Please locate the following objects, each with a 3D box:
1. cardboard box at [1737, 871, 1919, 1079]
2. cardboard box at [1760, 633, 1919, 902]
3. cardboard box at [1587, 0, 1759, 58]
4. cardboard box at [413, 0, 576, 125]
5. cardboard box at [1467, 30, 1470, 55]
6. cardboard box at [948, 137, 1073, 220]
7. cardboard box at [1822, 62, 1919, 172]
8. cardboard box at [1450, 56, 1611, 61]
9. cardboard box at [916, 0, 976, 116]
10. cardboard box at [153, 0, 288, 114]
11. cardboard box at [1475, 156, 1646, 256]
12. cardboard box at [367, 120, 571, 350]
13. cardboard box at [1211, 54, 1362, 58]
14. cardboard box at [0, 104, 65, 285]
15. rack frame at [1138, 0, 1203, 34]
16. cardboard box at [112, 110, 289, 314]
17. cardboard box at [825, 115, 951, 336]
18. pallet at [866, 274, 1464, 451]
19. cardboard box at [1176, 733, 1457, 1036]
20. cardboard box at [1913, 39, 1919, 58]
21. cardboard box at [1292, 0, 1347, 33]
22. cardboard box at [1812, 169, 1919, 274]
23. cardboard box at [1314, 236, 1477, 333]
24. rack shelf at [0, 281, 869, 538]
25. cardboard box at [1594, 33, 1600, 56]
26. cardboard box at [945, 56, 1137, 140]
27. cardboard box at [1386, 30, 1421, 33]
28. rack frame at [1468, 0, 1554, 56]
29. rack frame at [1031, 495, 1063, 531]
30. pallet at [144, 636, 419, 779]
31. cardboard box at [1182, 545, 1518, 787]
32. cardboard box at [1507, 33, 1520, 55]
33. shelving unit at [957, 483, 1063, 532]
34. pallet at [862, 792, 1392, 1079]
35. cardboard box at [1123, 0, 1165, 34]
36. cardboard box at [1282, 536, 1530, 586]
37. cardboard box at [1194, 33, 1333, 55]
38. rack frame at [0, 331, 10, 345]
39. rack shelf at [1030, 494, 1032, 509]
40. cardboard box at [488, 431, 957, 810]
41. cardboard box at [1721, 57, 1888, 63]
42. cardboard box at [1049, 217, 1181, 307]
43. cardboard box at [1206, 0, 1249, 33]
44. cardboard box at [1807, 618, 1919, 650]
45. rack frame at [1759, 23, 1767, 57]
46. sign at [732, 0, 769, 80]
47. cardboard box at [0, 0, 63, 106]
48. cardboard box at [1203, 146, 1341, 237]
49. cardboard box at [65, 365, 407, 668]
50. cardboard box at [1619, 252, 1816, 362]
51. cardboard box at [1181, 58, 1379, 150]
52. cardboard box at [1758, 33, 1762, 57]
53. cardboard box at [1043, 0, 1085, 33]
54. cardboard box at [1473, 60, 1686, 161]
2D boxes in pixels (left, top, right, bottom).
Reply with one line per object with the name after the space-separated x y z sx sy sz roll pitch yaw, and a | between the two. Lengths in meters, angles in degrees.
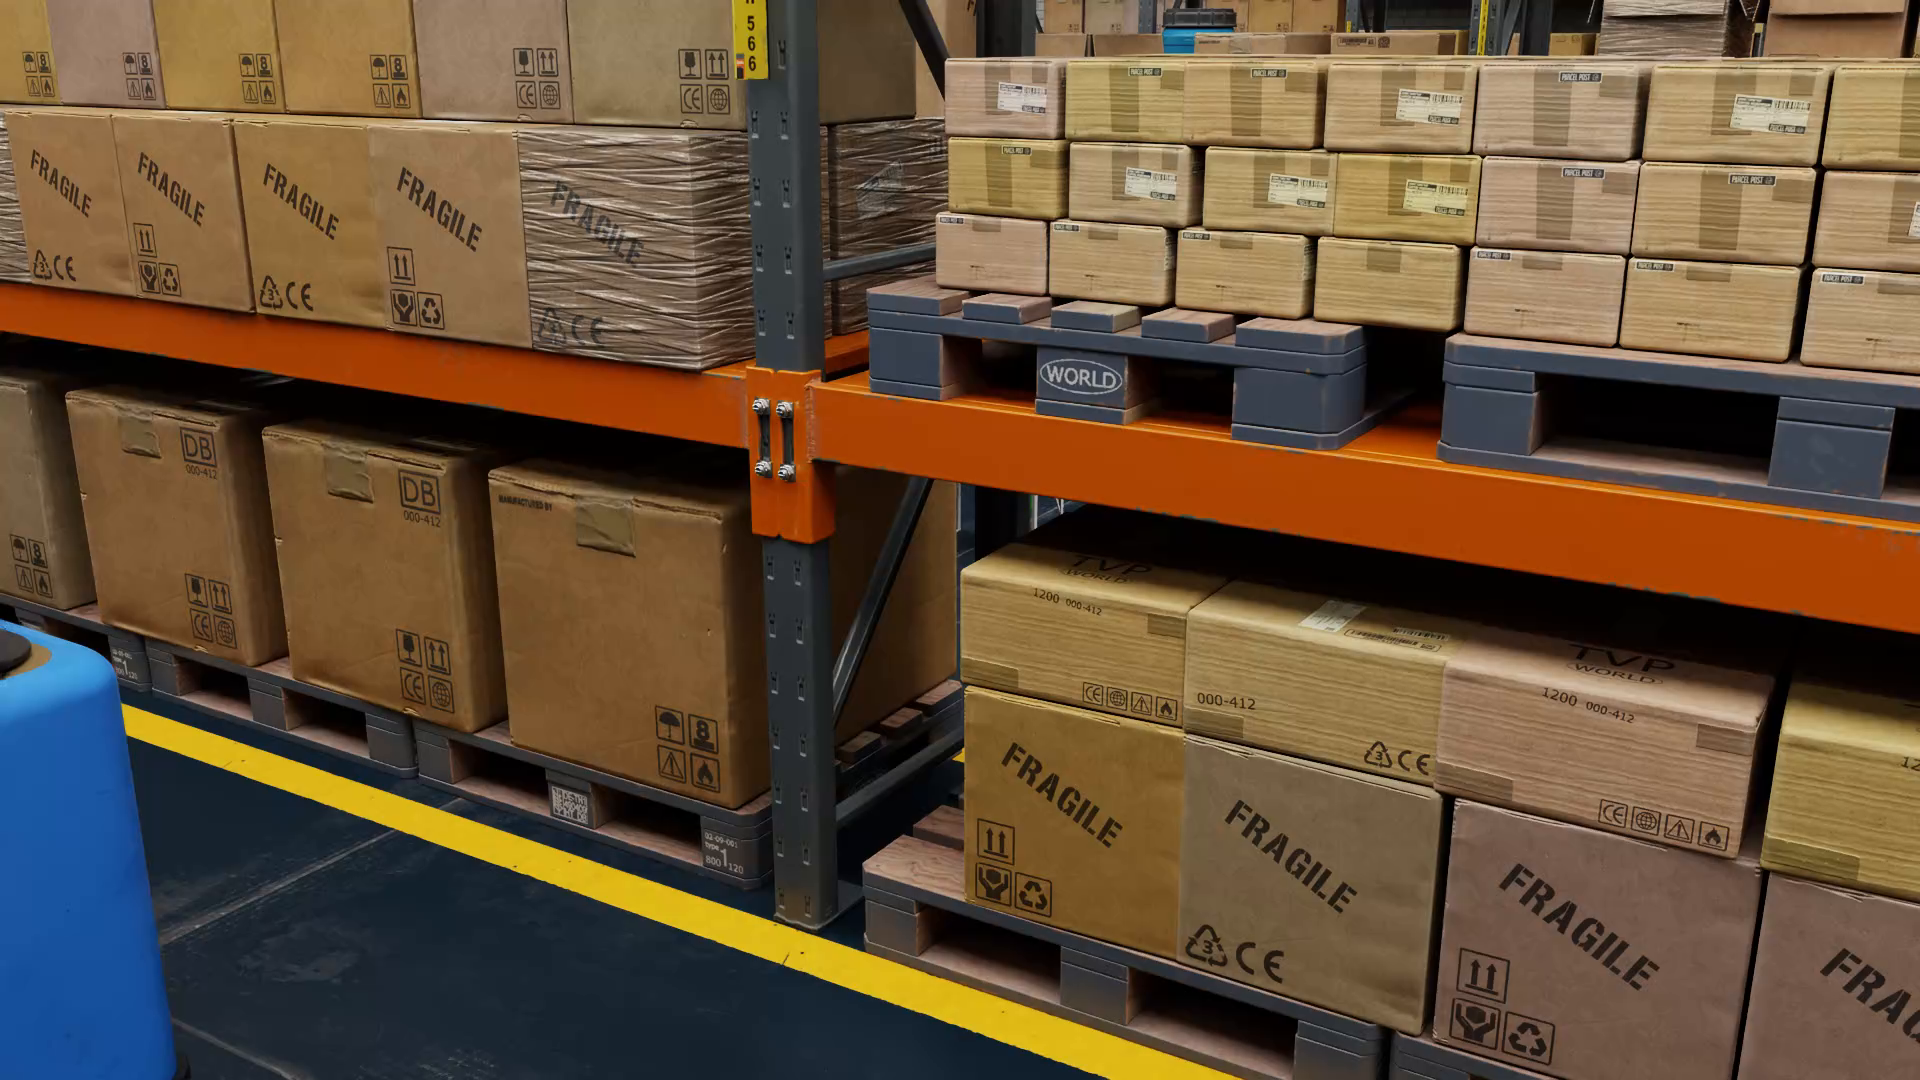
1.651 0.745 2.845 0.500 0.500 0.500 10 19 29 | cardboard box
1.629 0.385 2.741 0.500 0.250 0.500 9 19 28 | cardboard box
3.173 -2.276 7.316 0.637 0.503 0.797 11 20 32 | cardboard box
-0.932 -1.324 4.188 0.500 0.500 0.700 10 19 29 | cardboard box
6.636 -6.572 22.291 0.500 0.500 0.500 10 19 29 | cardboard box
0.183 -0.751 3.389 0.250 0.149 0.380 11 20 33 | cardboard box
1.500 -0.659 2.578 0.250 0.149 0.380 10 19 29 | cardboard box
1.200 -0.937 3.491 0.250 0.149 0.380 11 20 32 | cardboard box
-0.246 -2.805 9.199 1.000 1.000 1.000 10 20 30 | cardboard box
-1.806 -1.480 4.699 0.500 0.500 0.700 10 20 30 | cardboard box
1.072 -0.594 2.873 0.250 0.149 0.380 10 20 30 | cardboard box
-1.072 -0.777 4.106 0.500 0.500 0.500 10 20 30 | cardboard box
0.747 -1.016 3.752 0.250 0.149 0.380 10 19 29 | cardboard box
-2.794 -1.084 5.116 0.500 0.500 0.500 10 20 30 | cardboard box
1.742 -3.699 13.897 0.127 3.000 1.000 10 20 30 | rack frame
-1.937 -0.930 4.609 0.500 0.500 0.500 10 20 31 | cardboard box
-0.365 -0.834 4.293 0.500 0.500 0.500 10 20 31 | cardboard box
0.540 -0.477 3.621 1.003 0.211 1.213 10 20 30 | pallet
0.776 0.591 3.354 0.500 0.500 0.500 10 20 31 | cardboard box
11.057 -5.525 19.190 0.500 0.500 0.500 11 20 32 | cardboard box
3.956 -5.660 17.948 0.500 0.500 0.700 10 20 30 | cardboard box
1.513 -0.515 2.614 0.250 0.149 0.380 11 20 32 | cardboard box
0.842 -0.491 3.046 0.250 0.149 0.380 11 20 33 | cardboard box
-1.828 -0.611 4.969 4.000 0.370 1.077 10 20 30 | rack shelf
8.392 -6.146 21.024 0.500 0.500 0.700 13 21 38 | cardboard box
0.173 -0.897 3.360 0.250 0.149 0.380 10 20 30 | cardboard box
5.934 -6.519 22.115 0.500 0.500 0.500 10 20 30 | cardboard box
2.558 -1.864 7.856 0.127 3.000 1.000 10 20 30 | rack frame
0.349 -0.512 6.502 0.015 1.200 0.240 10 20 30 | rack frame
-1.791 0.359 5.336 1.213 0.211 1.003 10 20 30 | pallet
0.770 0.227 3.259 0.500 0.250 0.500 10 19 29 | cardboard box
7.343 -6.325 21.614 0.500 0.500 0.700 10 20 30 | cardboard box
0.141 -0.549 6.624 0.503 1.200 0.258 10 20 30 | shelving unit
0.542 0.803 3.875 1.213 0.211 1.003 10 20 30 | pallet
2.246 -5.965 18.953 0.500 0.500 0.700 10 20 30 | cardboard box
1.033 0.099 3.683 0.500 0.250 0.500 10 20 31 | cardboard box
1.549 -2.245 8.216 0.500 0.500 0.700 14 22 38 | cardboard box
-3.532 -1.259 5.866 0.127 3.000 1.000 10 20 30 | rack frame
0.141 -0.258 6.712 0.480 0.148 0.258 10 20 30 | rack shelf
-0.595 0.110 4.507 0.750 0.750 1.050 10 19 29 | cardboard box
1.635 -0.858 3.231 0.250 0.149 0.380 11 20 33 | cardboard box
0.381 -0.573 3.315 0.250 0.149 0.380 11 20 33 | cardboard box
3.098 -5.813 18.452 0.500 0.500 0.700 10 20 30 | cardboard box
1.906 0.257 3.162 0.500 0.250 0.500 11 20 32 | cardboard box
7.746 -4.317 15.931 0.127 3.000 1.000 10 20 30 | rack frame
-0.411 -1.067 3.240 0.005 0.325 0.100 10 20 30 | sign
-2.666 -1.634 5.206 0.500 0.500 0.700 10 19 29 | cardboard box
0.645 -0.670 3.124 0.250 0.149 0.380 9 19 28 | cardboard box
-2.136 -0.164 5.408 0.750 0.750 1.050 10 20 30 | cardboard box
1.283 -0.412 2.787 0.250 0.149 0.380 10 20 31 | cardboard box
0.606 -0.819 3.104 0.250 0.149 0.380 10 20 30 | cardboard box
9.930 -5.871 20.121 0.500 0.500 0.700 8 18 24 | cardboard box
1.365 -6.120 19.463 0.500 0.500 0.700 10 20 30 | cardboard box
1.063 -0.738 2.836 0.250 0.149 0.380 11 20 33 | cardboard box
